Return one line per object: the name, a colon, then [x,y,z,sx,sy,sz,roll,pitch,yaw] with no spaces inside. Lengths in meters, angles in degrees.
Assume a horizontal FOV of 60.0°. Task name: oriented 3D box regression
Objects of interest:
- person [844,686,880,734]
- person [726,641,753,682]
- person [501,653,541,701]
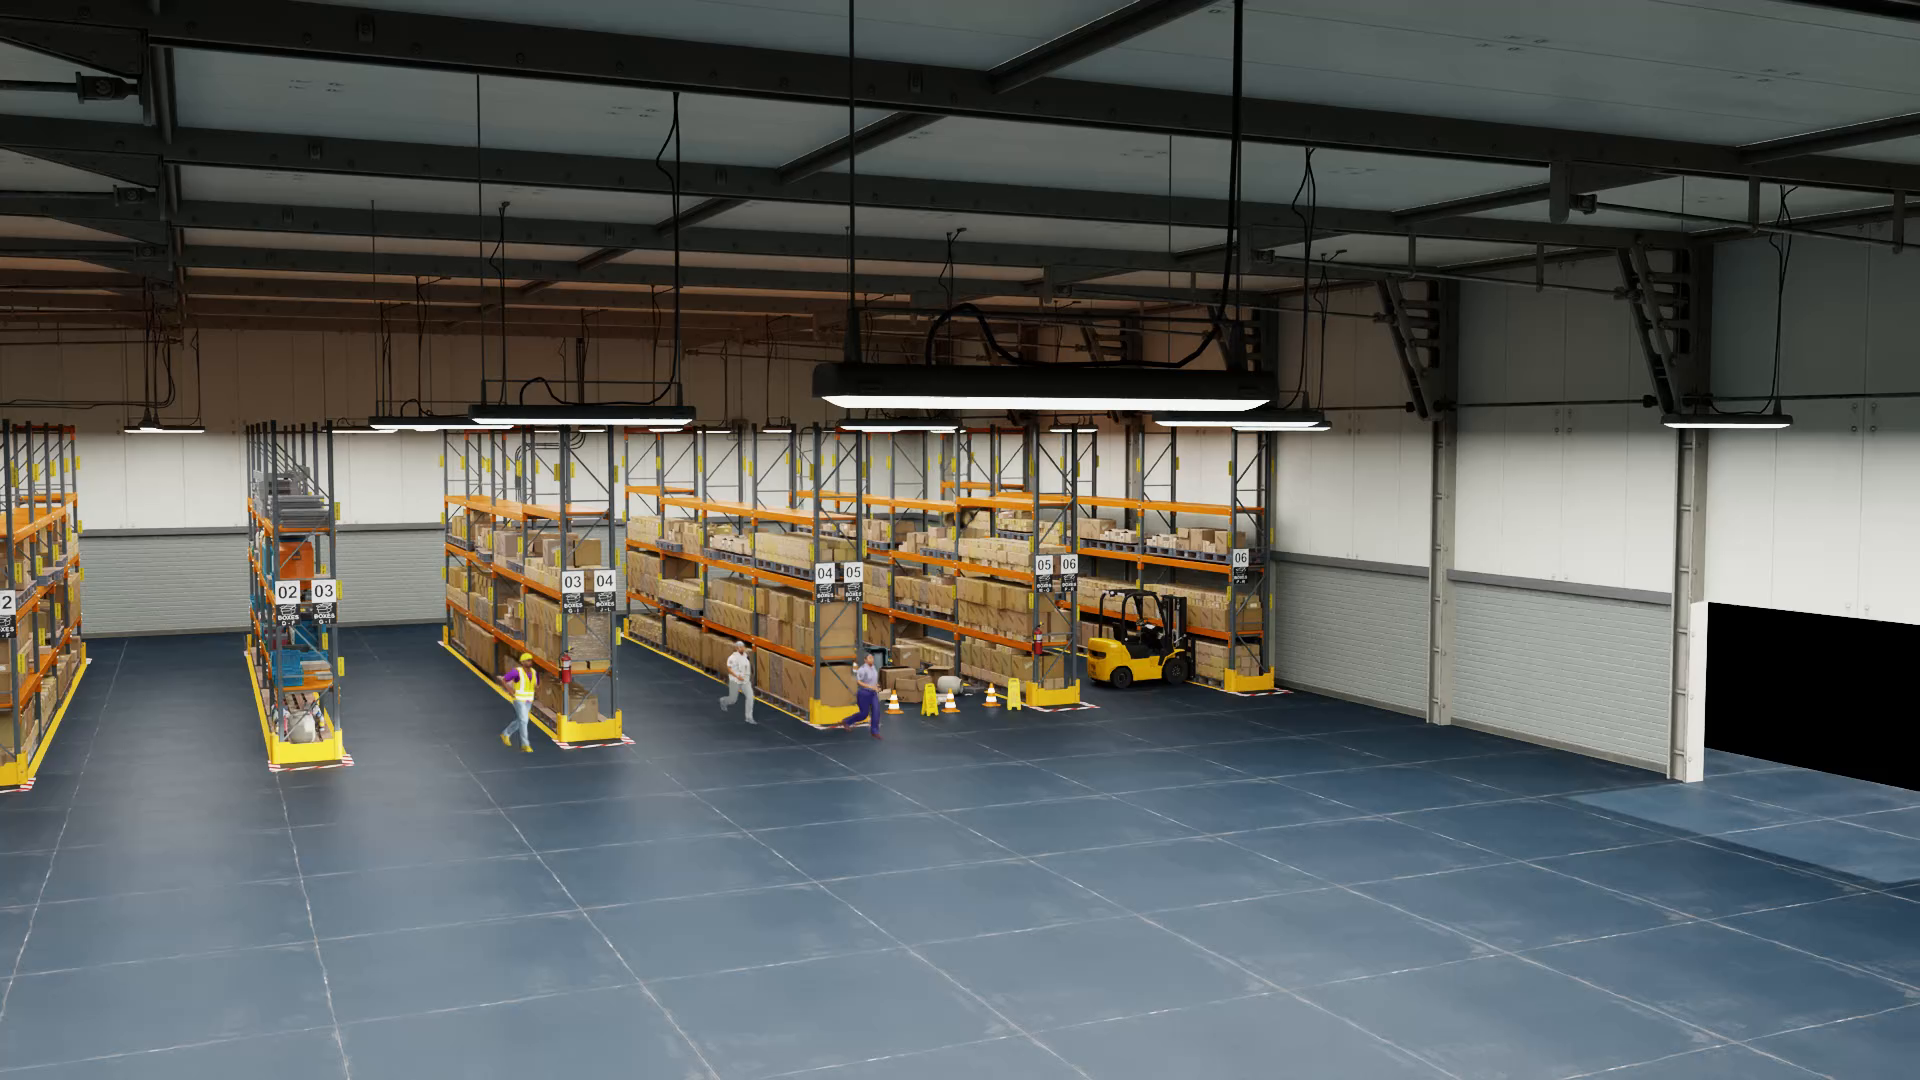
person: [-1.829,3.216,31.570,0.666,0.928,0.422,2,4,29]
person: [-4.423,2.427,33.285,0.585,0.819,0.454,-3,5,-43]
person: [-7.964,2.511,30.412,0.501,0.885,0.722,2,4,34]
